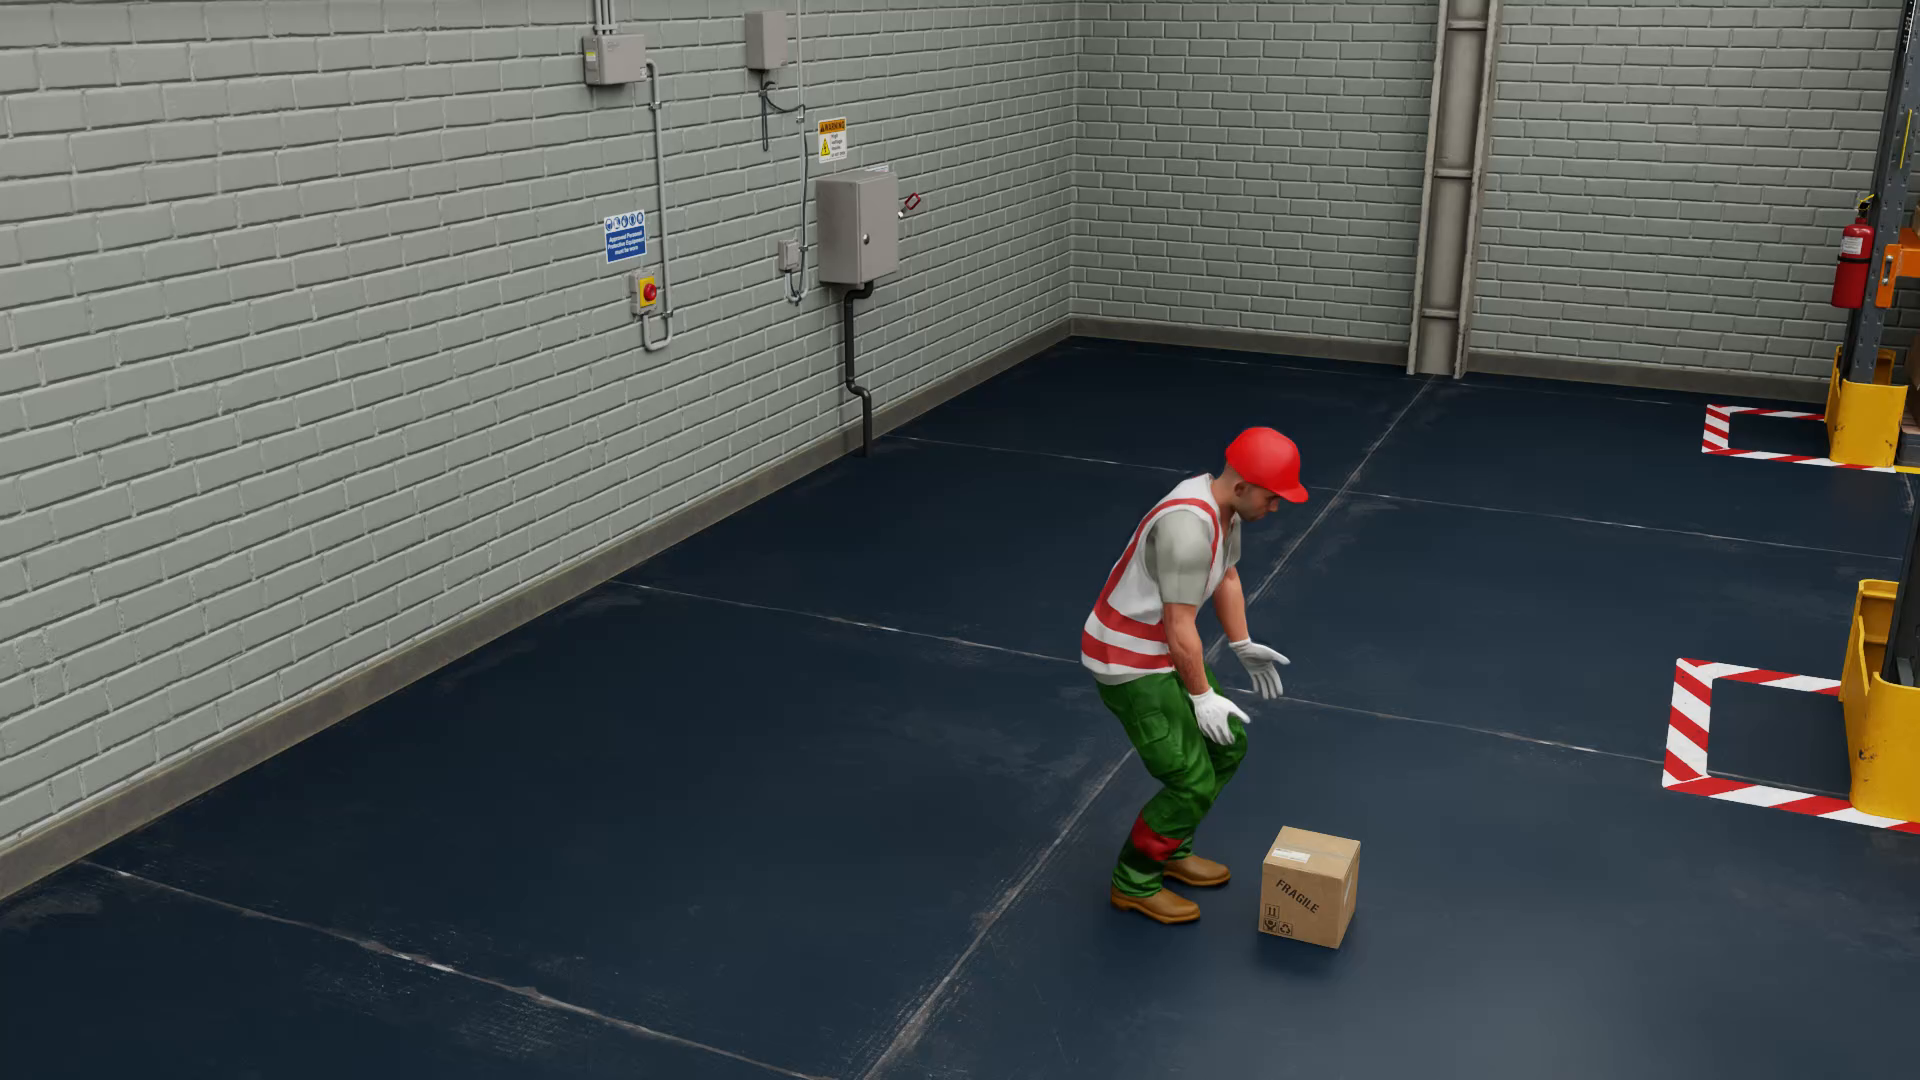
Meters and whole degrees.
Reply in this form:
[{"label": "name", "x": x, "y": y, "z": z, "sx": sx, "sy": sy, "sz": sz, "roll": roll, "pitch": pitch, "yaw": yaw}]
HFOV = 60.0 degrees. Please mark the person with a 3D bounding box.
[{"label": "person", "x": 0.721, "y": 0.395, "z": 5.193, "sx": 0.647, "sy": 1.580, "sz": 0.575, "roll": 9, "pitch": 21, "yaw": 23}]
